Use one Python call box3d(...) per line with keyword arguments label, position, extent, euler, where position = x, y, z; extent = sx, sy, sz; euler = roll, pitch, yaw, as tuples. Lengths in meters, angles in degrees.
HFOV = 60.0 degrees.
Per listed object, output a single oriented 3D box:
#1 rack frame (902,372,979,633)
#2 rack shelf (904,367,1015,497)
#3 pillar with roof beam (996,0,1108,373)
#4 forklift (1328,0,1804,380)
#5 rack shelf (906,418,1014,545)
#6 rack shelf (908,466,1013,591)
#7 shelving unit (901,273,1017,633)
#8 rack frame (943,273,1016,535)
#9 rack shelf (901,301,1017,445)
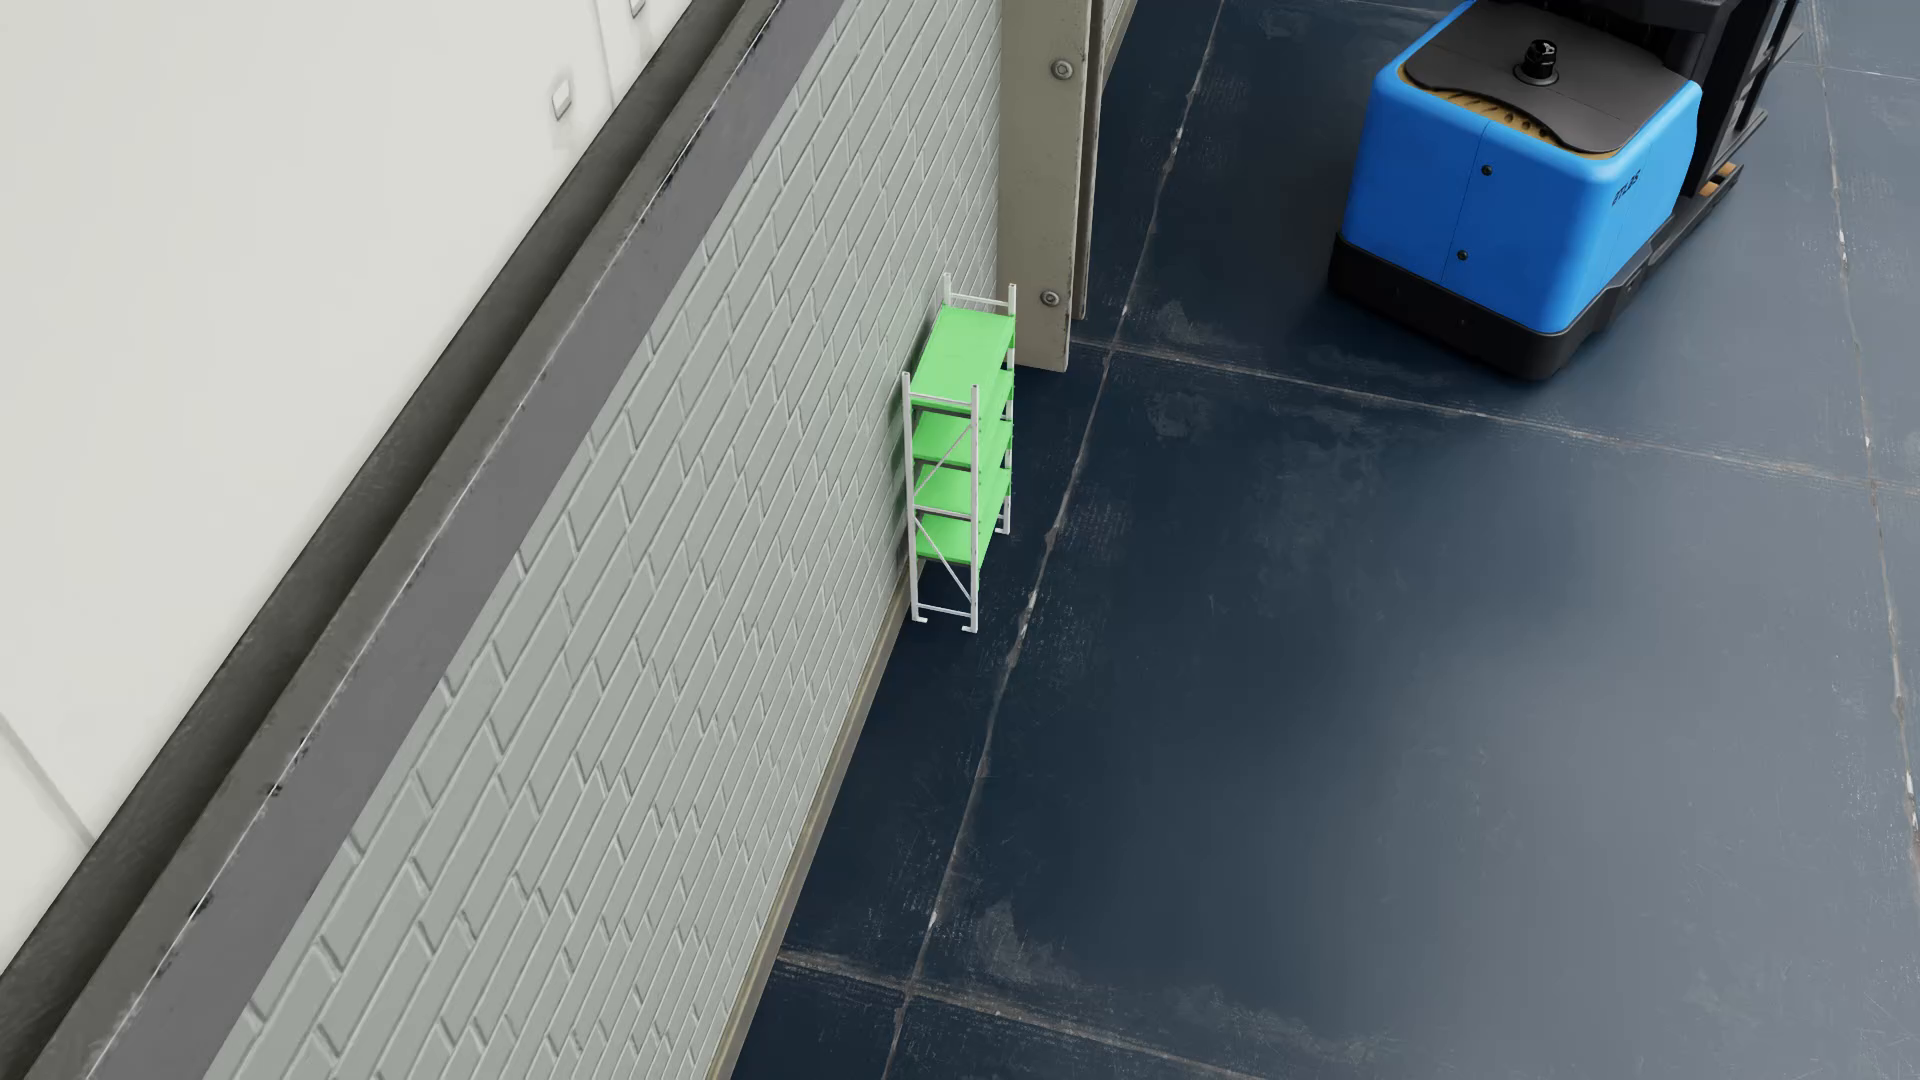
box3d(label="rack frame", position=(-0.058, -0.092, 5.530), extent=(0.240, 1.200, 0.015), euler=(11, 49, 10))
box3d(label="rack shelf", position=(0.003, -0.386, 5.554), extent=(0.258, 0.148, 0.480), euler=(11, 49, 10))
box3d(label="pillar with roof beam", position=(4.489, -2.992, 2.889), extent=(9.100, 9.000, 0.400), euler=(12, 50, 10))
box3d(label="forklift", position=(2.920, -2.653, 6.636), extent=(1.130, 2.935, 3.031), euler=(33, 56, 25))
box3d(label="rack shelf", position=(0.004, -0.226, 5.734), extent=(0.258, 0.148, 0.480), euler=(11, 49, 10))
box3d(label="rack shelf", position=(0.005, -0.067, 5.914), extent=(0.258, 0.148, 0.480), euler=(11, 49, 10))
box3d(label="shelving unit", position=(0.004, -0.269, 5.686), extent=(0.258, 1.200, 0.503), euler=(11, 49, 10))
box3d(label="rack frame", position=(0.066, -0.446, 5.842), extent=(0.240, 1.200, 0.015), euler=(11, 49, 10))
box3d(label="rack shelf", position=(0.002, -0.545, 5.374), extent=(0.258, 0.148, 0.480), euler=(11, 49, 10))
